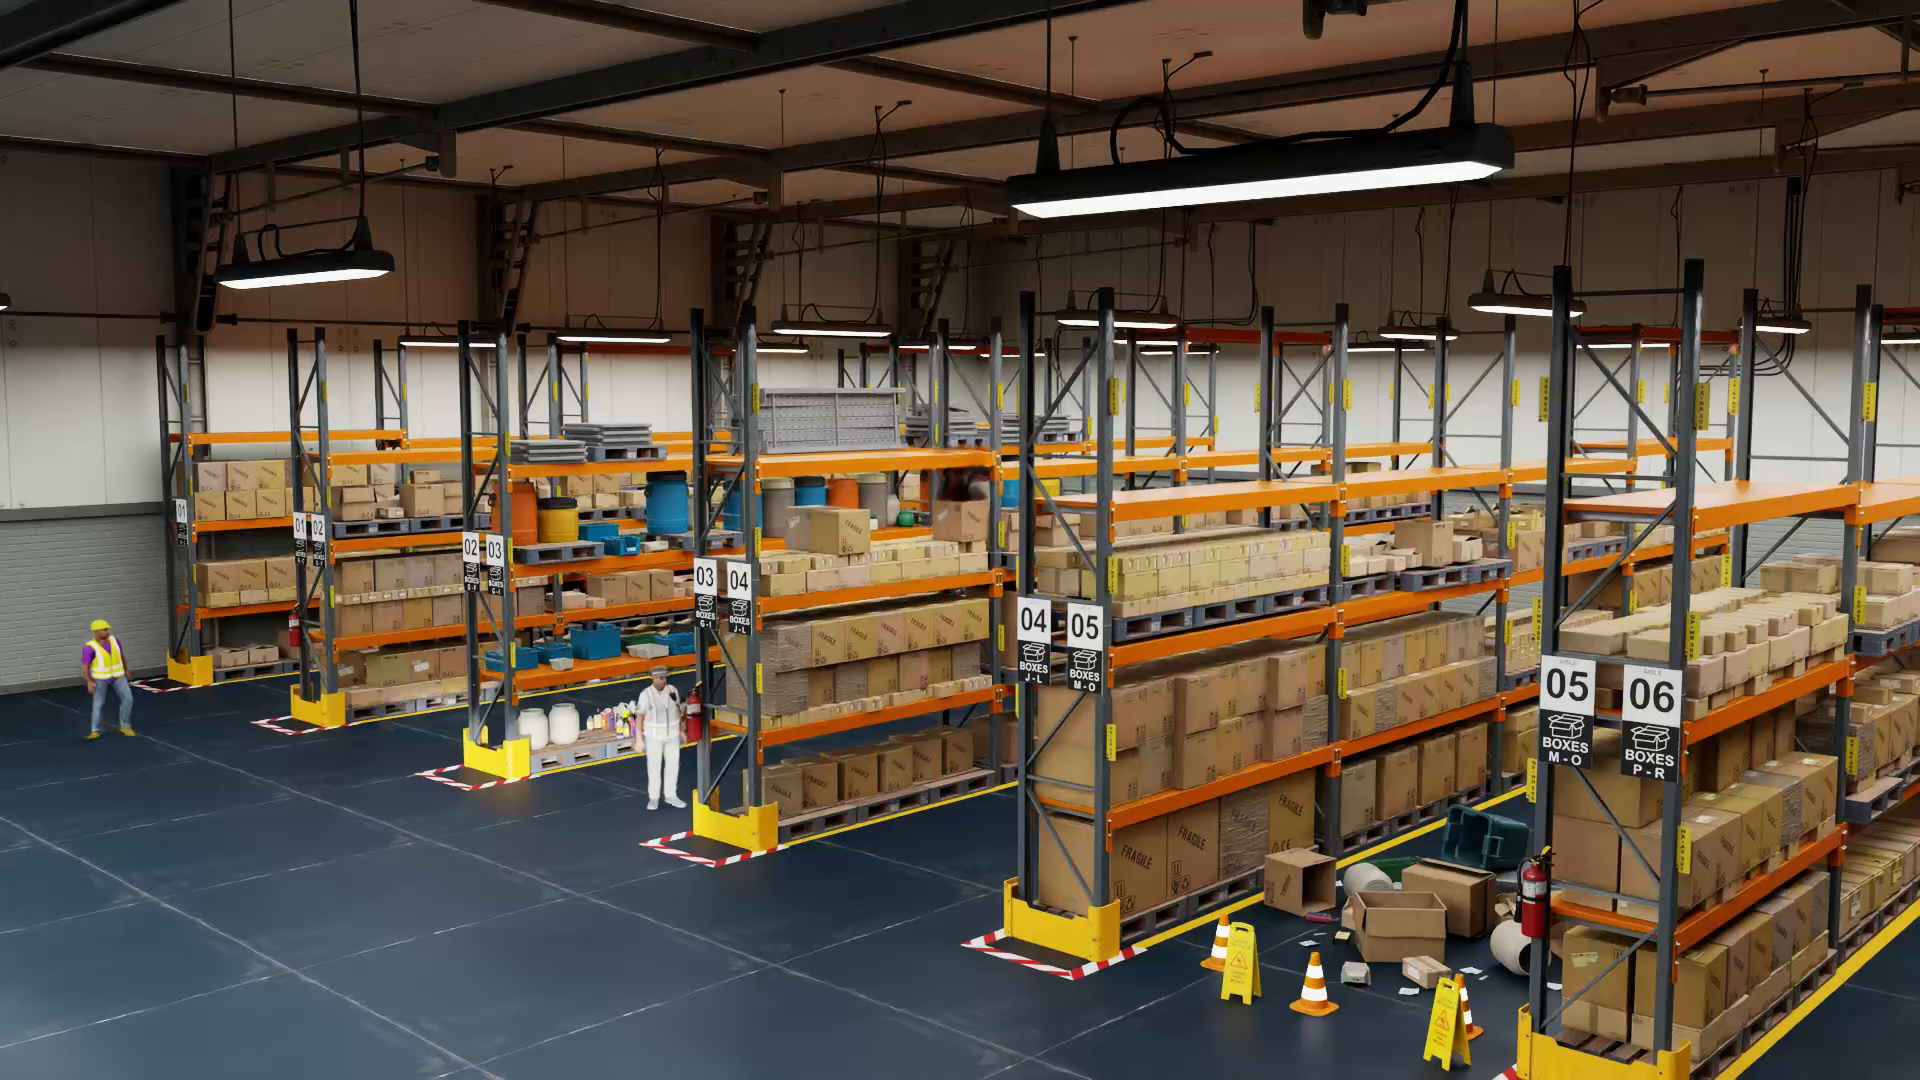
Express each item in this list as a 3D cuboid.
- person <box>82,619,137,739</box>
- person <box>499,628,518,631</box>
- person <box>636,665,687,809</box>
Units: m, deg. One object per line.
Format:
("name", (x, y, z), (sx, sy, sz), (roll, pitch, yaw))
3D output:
("person", (-12.410, 2.041, 24.243), (0.526, 1.800, 0.711), (5, 7, 43))
("person", (-8.633, 1.367, 31.780), (0.412, 1.705, 0.524), (3, 6, 31))
("person", (-3.628, 2.386, 20.247), (0.647, 1.773, 0.404), (-3, 6, -33))
